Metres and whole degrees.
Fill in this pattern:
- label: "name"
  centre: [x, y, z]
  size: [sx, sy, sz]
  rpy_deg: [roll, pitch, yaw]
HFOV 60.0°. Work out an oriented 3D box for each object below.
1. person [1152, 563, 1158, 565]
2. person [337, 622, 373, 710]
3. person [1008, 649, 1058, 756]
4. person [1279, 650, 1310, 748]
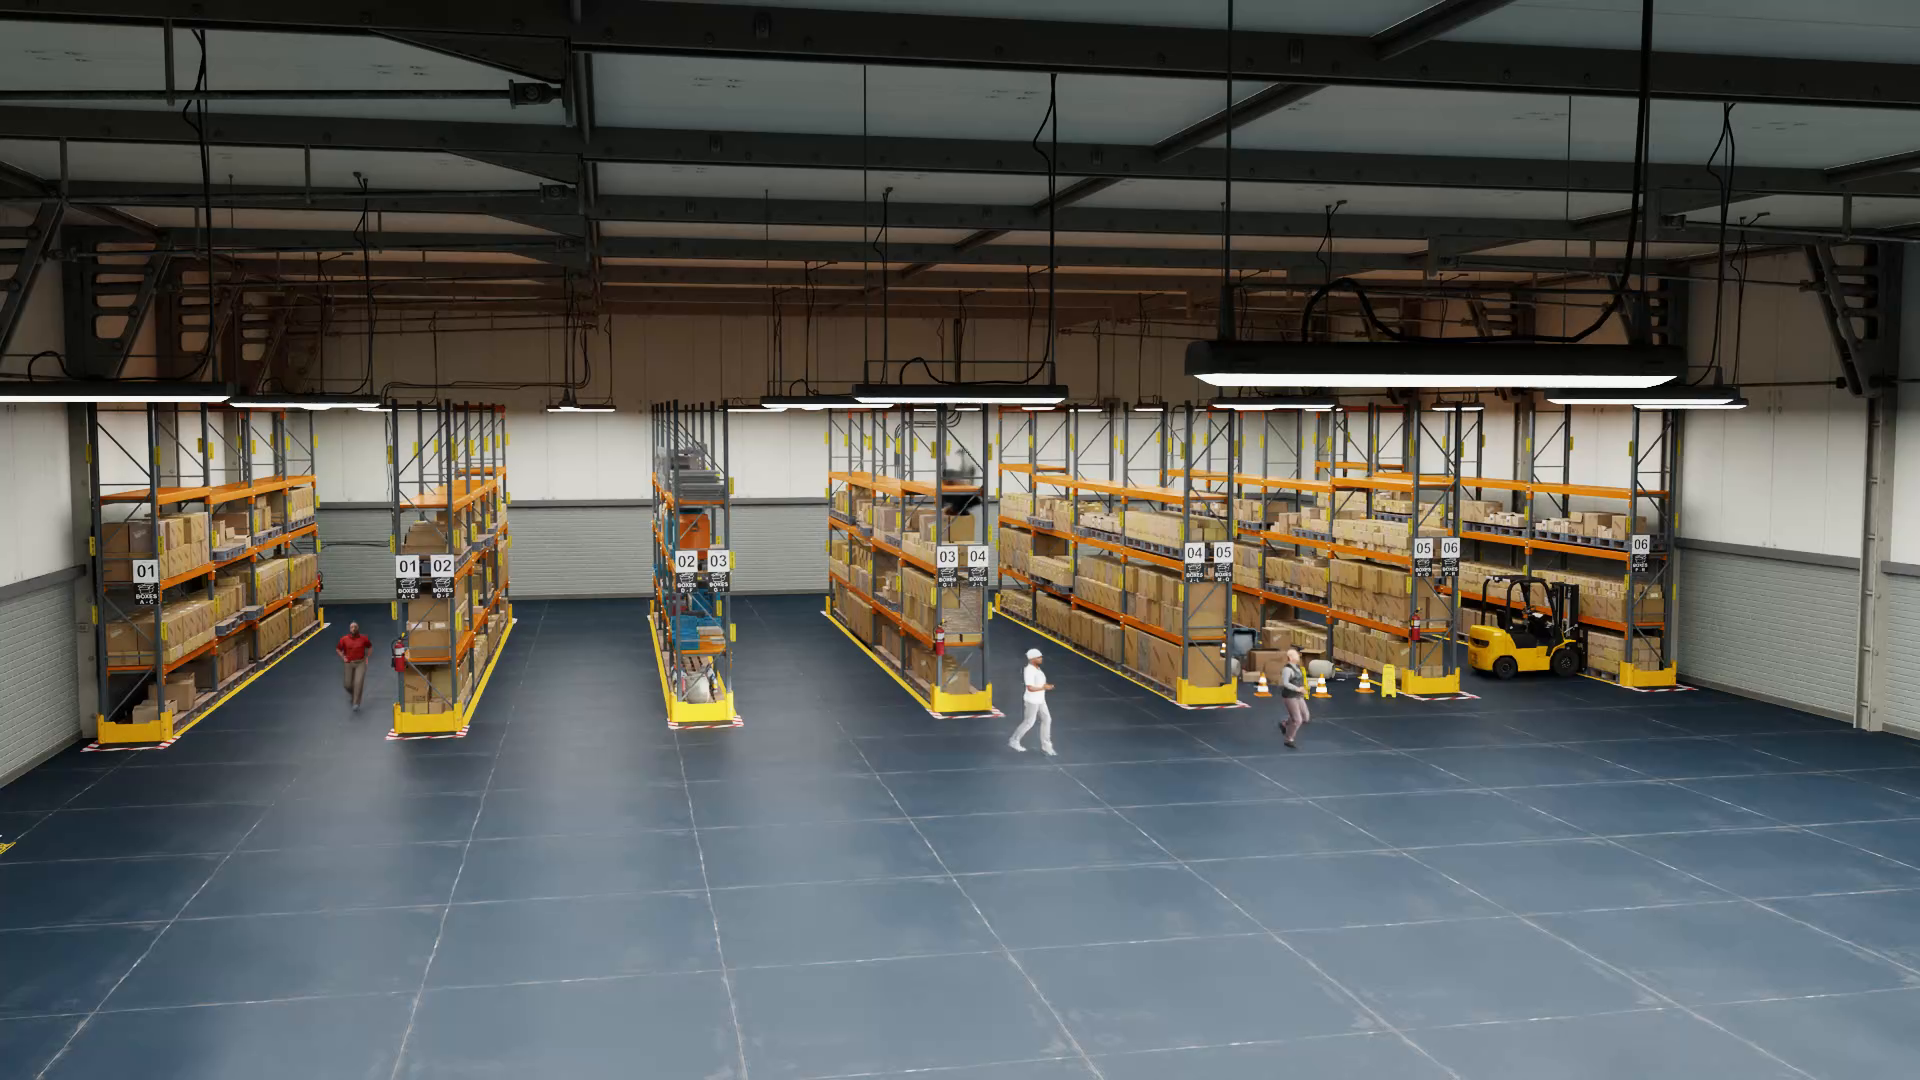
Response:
- label: "person"
  centre: [6.076, 1.127, 51.062]
  size: [0.624, 1.536, 0.610]
  rpy_deg: [0, 4, -2]
- label: "person"
  centre: [-11.790, 2.438, 32.407]
  size: [0.664, 1.684, 0.678]
  rpy_deg: [-1, 5, -18]
- label: "person"
  centre: [1.222, 2.735, 27.915]
  size: [0.830, 1.823, 0.681]
  rpy_deg: [2, 5, 20]
- label: "person"
  centre: [5.749, 2.725, 28.657]
  size: [0.591, 1.688, 0.698]
  rpy_deg: [3, 5, 32]
